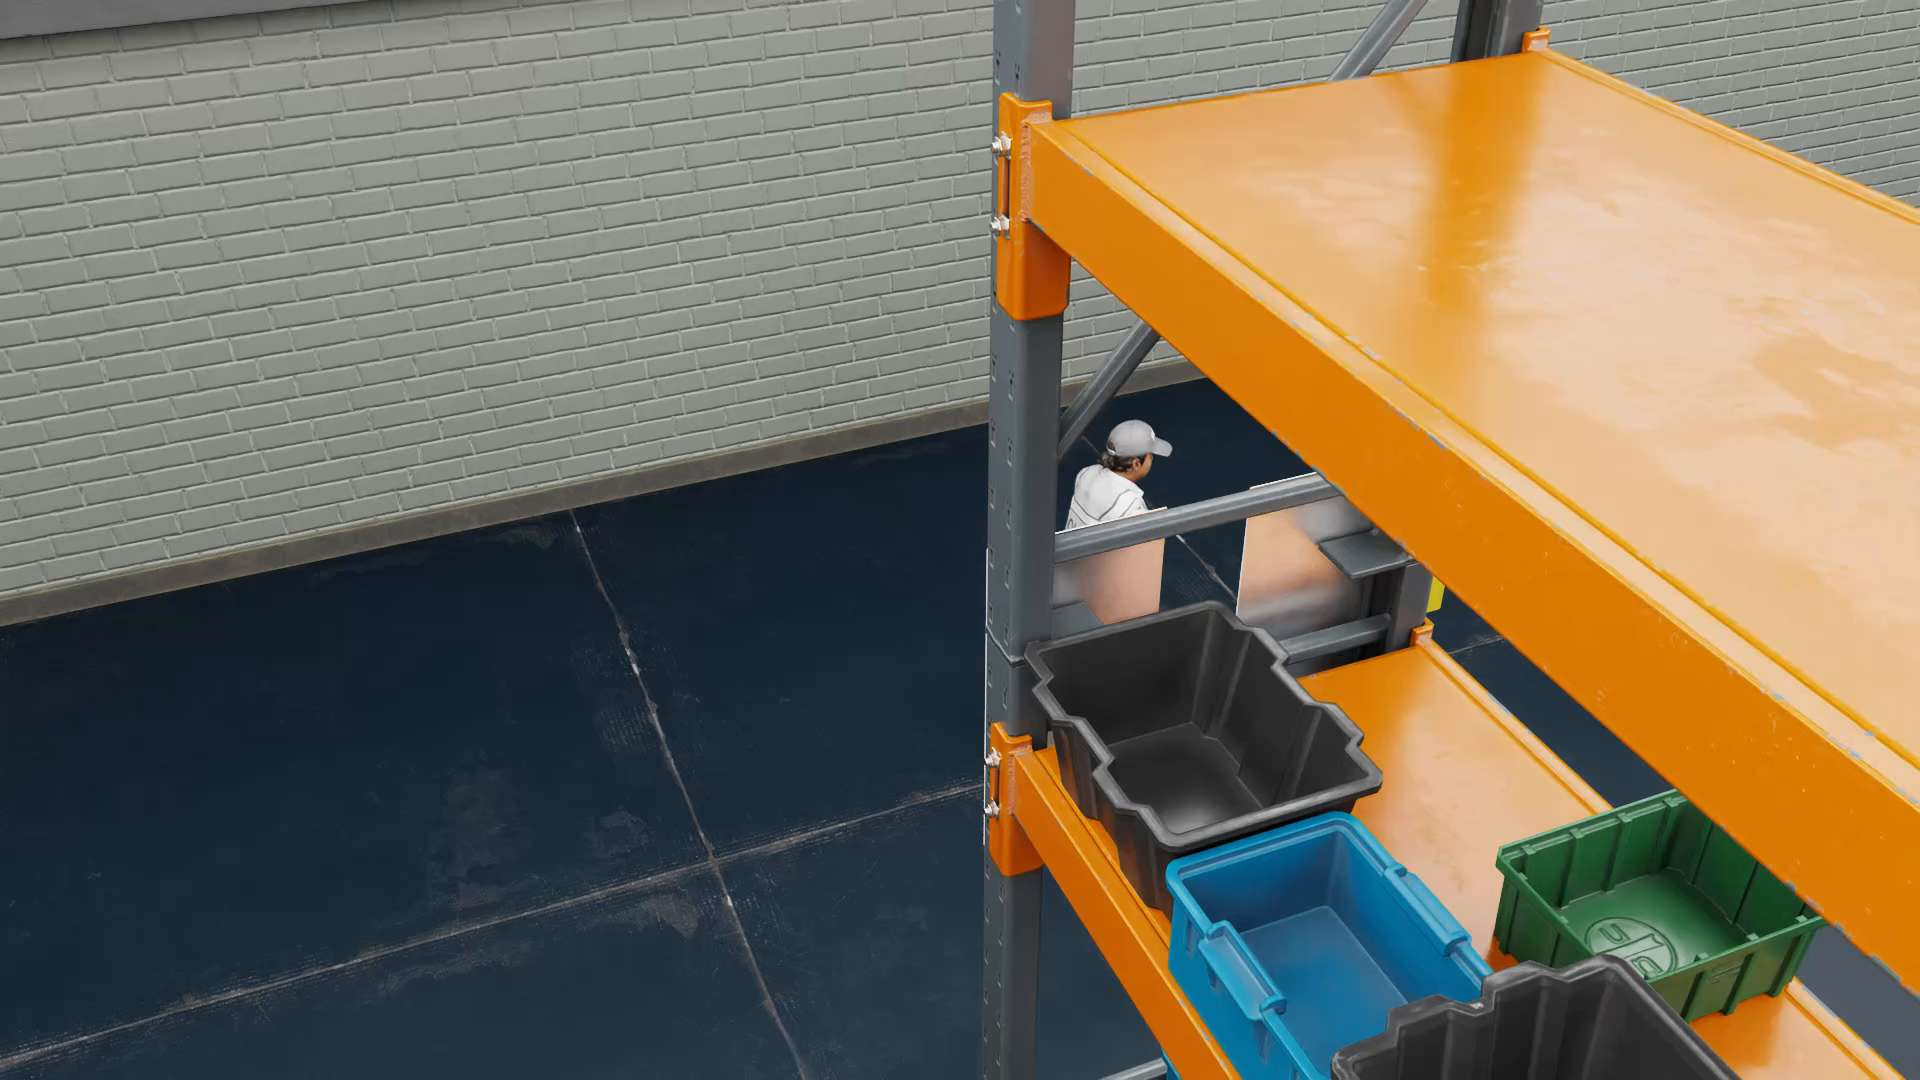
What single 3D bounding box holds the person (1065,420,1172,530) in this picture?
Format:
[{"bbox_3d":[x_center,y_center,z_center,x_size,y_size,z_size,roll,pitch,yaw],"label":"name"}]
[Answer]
[{"bbox_3d":[0.656,0.246,7.149,0.469,1.665,0.537,-13,36,-19],"label":"person"}]
